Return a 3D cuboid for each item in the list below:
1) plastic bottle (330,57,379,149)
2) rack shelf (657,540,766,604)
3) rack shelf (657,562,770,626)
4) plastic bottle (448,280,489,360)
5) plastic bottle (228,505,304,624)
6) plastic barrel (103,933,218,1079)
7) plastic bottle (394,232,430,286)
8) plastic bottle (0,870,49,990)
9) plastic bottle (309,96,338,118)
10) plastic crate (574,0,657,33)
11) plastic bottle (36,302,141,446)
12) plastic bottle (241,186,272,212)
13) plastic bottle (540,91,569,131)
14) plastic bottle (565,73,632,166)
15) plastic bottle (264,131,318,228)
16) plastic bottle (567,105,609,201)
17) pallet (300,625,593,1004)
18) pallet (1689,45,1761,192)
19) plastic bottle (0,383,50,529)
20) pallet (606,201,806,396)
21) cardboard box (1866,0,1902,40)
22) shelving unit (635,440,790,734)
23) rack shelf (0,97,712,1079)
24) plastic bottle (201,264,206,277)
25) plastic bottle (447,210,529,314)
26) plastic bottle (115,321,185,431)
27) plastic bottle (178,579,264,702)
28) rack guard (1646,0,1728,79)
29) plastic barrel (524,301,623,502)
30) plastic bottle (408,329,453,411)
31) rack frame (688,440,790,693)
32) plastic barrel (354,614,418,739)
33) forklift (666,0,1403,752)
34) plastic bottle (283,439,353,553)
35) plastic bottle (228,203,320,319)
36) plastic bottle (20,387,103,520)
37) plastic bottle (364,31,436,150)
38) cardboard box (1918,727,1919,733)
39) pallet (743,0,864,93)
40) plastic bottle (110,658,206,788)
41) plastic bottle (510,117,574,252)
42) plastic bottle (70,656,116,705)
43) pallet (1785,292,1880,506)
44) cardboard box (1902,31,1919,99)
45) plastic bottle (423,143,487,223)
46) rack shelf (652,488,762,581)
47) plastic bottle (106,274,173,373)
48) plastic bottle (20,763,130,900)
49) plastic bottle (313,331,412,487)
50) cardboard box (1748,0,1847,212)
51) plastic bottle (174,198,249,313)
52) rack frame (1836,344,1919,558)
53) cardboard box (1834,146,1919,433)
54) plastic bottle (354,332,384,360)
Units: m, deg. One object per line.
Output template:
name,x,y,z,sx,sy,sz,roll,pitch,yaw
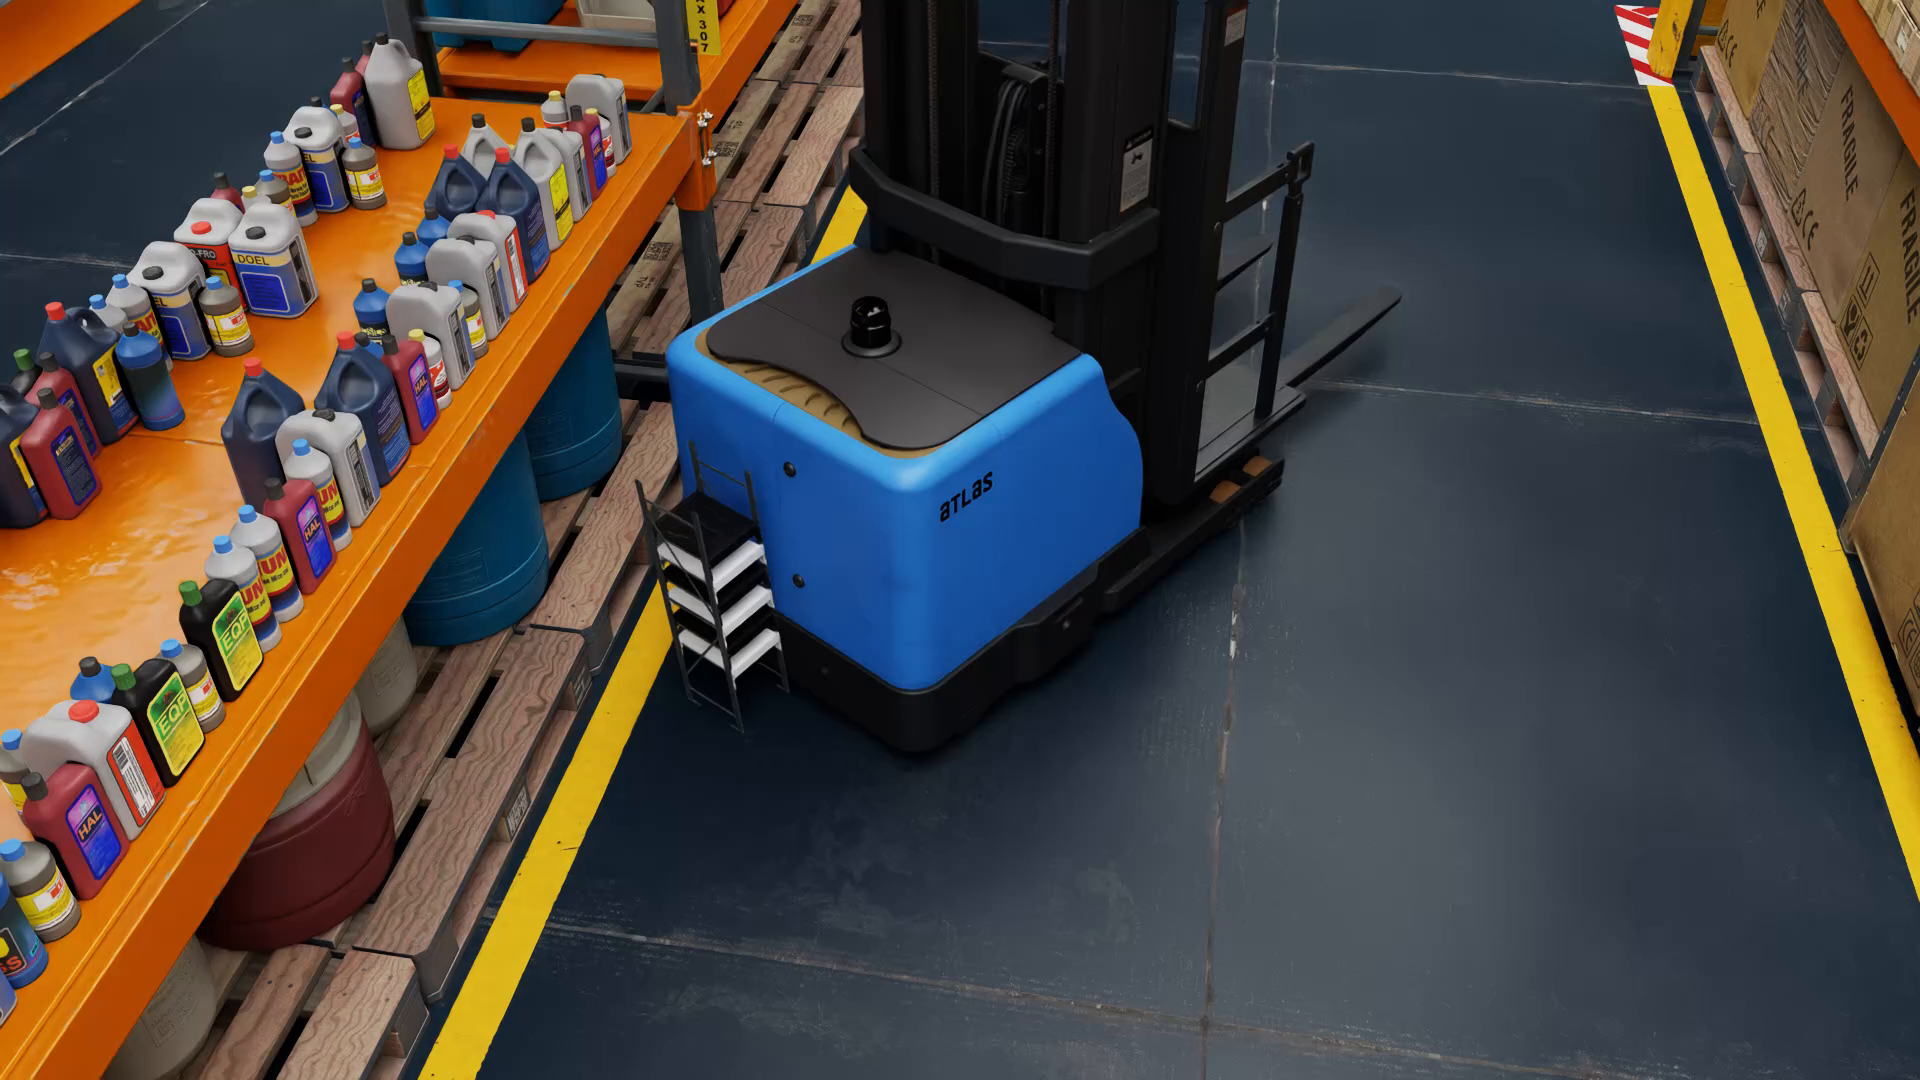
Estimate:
plastic bottle,-1.858,-1.320,5.084,0.061,0.283,0.133,6,40,8
rack shelf,-0.715,0.047,4.747,0.258,0.077,0.200,27,51,29
rack shelf,-0.710,0.112,4.808,0.258,0.077,0.200,27,51,29
plastic bottle,-1.268,-0.566,4.236,0.097,0.201,0.097,0,40,0
plastic bottle,-1.443,0.043,3.445,0.097,0.271,0.097,0,40,0
plastic barrel,-1.966,1.003,3.806,0.421,0.512,0.421,0,40,0
plastic bottle,-1.401,-0.671,4.308,0.097,0.271,0.097,0,40,0
plastic bottle,-1.603,0.623,2.744,0.097,0.271,0.097,0,40,0
plastic bottle,-1.877,-1.180,4.924,0.097,0.271,0.097,0,40,0
plastic crate,-1.130,-1.829,5.768,0.396,0.136,0.243,6,40,8
plastic bottle,-2.072,-0.415,3.937,0.144,0.351,0.185,6,40,8
plastic bottle,-1.950,-0.885,4.622,0.097,0.201,0.097,0,40,0
plastic bottle,-1.227,-1.274,5.093,0.097,0.201,0.097,0,40,0
plastic bottle,-1.101,-1.301,5.067,0.152,0.276,0.135,6,40,8
plastic bottle,-1.917,-1.034,4.748,0.097,0.271,0.097,0,40,0
plastic bottle,-1.096,-1.153,4.883,0.061,0.283,0.133,6,40,8
pallet,-1.734,0.691,4.749,1.003,0.211,1.213,6,40,8
pallet,4.158,-2.011,8.016,1.003,0.211,1.213,6,40,8
plastic bottle,-2.127,-0.216,3.696,0.144,0.351,0.185,6,40,8
pallet,-1.262,-1.023,6.821,1.003,0.211,1.213,6,40,8
cardboard box,3.435,-1.862,5.845,0.380,0.149,0.250,7,40,9
shelving unit,-0.708,0.154,4.847,0.258,0.900,0.210,27,51,29
rack shelf,-1.697,-0.099,4.080,1.077,0.370,4.000,6,40,8
plastic bottle,-2.014,-0.656,4.345,0.097,0.201,0.097,0,40,0
plastic bottle,-1.251,-0.755,4.406,0.152,0.276,0.135,6,40,8
plastic bottle,-1.945,-0.399,3.980,0.097,0.271,0.097,0,40,0
plastic bottle,-1.462,0.174,3.278,0.061,0.283,0.133,6,40,8
rack guard,4.224,-2.647,8.560,1.175,0.500,0.348,6,40,8
plastic barrel,-1.462,-0.645,5.493,0.600,0.901,0.708,6,40,8
plastic bottle,-1.308,-0.420,4.060,0.097,0.201,0.097,0,40,0
rack frame,-0.644,0.097,4.902,0.240,0.900,0.006,27,51,29
plastic barrel,-1.770,0.294,4.663,0.421,0.512,0.421,0,40,0
forklift,0.496,-1.364,5.100,1.130,2.935,3.031,30,48,31
plastic bottle,-1.403,-0.102,3.620,0.097,0.271,0.097,0,40,0
plastic bottle,-1.817,-0.737,4.385,0.152,0.276,0.135,6,40,8
plastic bottle,-2.022,-0.195,3.723,0.061,0.283,0.133,6,40,8
plastic bottle,-1.738,-1.402,5.130,0.144,0.351,0.185,6,40,8
cardboard box,3.282,0.536,4.085,1.225,0.875,0.875,5,40,6
pallet,-0.840,-2.554,8.673,1.003,0.211,1.213,6,40,8
plastic bottle,-1.502,0.318,3.102,0.061,0.283,0.133,6,40,8
plastic bottle,-1.188,-1.000,4.644,0.144,0.351,0.185,6,40,8
plastic bottle,-1.583,0.326,3.103,0.097,0.271,0.097,0,40,0
pallet,3.736,-0.479,6.164,1.003,0.211,1.213,6,40,8
cardboard box,3.346,-1.539,5.454,0.380,0.149,0.250,6,40,7
plastic bottle,-1.362,-0.900,4.523,0.144,0.351,0.185,6,40,8
rack shelf,-0.719,-0.019,4.685,0.258,0.077,0.200,27,51,29
plastic bottle,-2.054,-0.537,4.147,0.097,0.271,0.097,0,40,0
plastic bottle,-1.548,0.487,2.899,0.061,0.283,0.133,6,40,8
plastic bottle,-1.378,-0.308,3.808,0.144,0.351,0.185,6,40,8
cardboard box,4.030,-1.957,7.101,0.875,0.875,0.875,6,40,8
plastic bottle,-1.967,-0.754,4.405,0.152,0.276,0.135,6,40,8
rack frame,3.527,-1.085,4.709,1.000,3.000,0.127,6,40,8
cardboard box,3.720,-0.834,5.742,0.875,0.875,0.875,6,40,8
plastic bottle,-1.391,-0.370,3.945,0.097,0.271,0.097,0,40,0
